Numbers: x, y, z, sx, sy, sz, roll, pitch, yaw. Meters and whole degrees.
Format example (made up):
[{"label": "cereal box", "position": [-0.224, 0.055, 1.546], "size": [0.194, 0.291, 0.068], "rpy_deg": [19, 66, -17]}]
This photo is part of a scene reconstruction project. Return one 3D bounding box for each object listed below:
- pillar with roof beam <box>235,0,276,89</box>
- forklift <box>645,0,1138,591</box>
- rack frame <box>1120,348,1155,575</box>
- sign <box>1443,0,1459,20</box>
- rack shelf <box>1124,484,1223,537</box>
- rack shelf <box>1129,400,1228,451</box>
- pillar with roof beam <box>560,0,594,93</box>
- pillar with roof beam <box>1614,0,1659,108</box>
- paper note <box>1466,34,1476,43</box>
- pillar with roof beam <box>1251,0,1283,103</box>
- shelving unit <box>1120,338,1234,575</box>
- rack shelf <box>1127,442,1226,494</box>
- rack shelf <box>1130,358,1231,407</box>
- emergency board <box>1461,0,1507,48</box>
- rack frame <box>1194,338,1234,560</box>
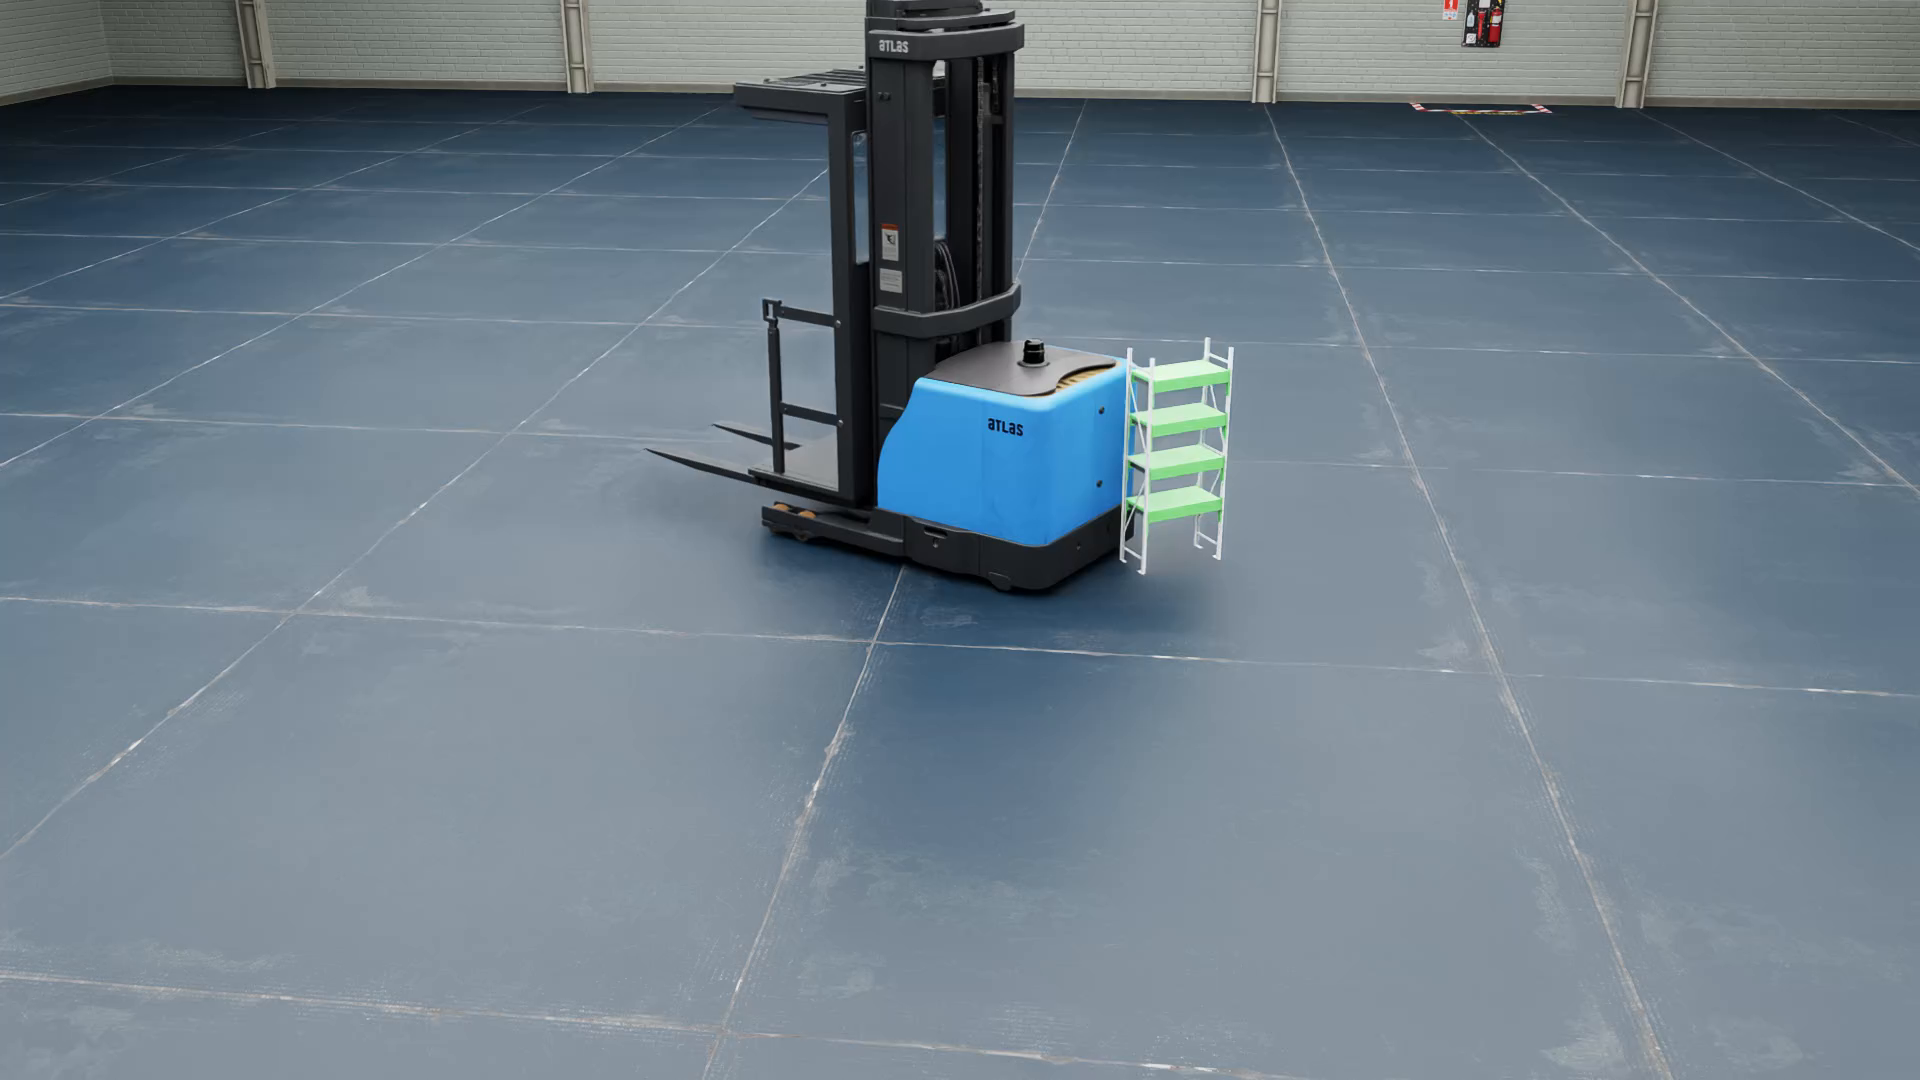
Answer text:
[{"label": "pillar with roof beam", "position": [-13.215, -10.860, 24.670], "size": [0.400, 9.000, 9.100], "rpy_deg": [2, 22, 6]}, {"label": "forklift", "position": [-0.521, -1.503, 9.255], "size": [3.031, 2.935, 1.130], "rpy_deg": [15, 26, 33]}, {"label": "rack frame", "position": [0.939, -0.408, 8.840], "size": [0.015, 1.200, 0.240], "rpy_deg": [-10, 24, -24]}, {"label": "sign", "position": [8.138, -8.803, 27.577], "size": [0.234, 0.329, 0.001], "rpy_deg": [2, 22, 6]}, {"label": "rack shelf", "position": [1.157, -0.165, 9.053], "size": [0.480, 0.148, 0.258], "rpy_deg": [-10, 24, -24]}, {"label": "rack shelf", "position": [1.157, -0.612, 8.877], "size": [0.480, 0.148, 0.258], "rpy_deg": [-10, 24, -24]}, {"label": "pillar with roof beam", "position": [-7.257, -10.601, 24.013], "size": [0.400, 9.000, 9.100], "rpy_deg": [2, 22, 6]}, {"label": "pillar with roof beam", "position": [10.618, -9.822, 22.044], "size": [0.400, 9.000, 9.100], "rpy_deg": [2, 22, 6]}, {"label": "paper note", "position": [8.508, -8.348, 27.673], "size": [0.142, 0.148, 0.016], "rpy_deg": [2, 22, 6]}, {"label": "pillar with roof beam", "position": [4.660, -10.081, 22.700], "size": [0.400, 9.000, 9.100], "rpy_deg": [2, 22, 6]}, {"label": "shelving unit", "position": [1.157, -0.448, 8.941], "size": [0.503, 1.200, 0.258], "rpy_deg": [-10, 24, -24]}, {"label": "rack shelf", "position": [1.157, -0.389, 8.965], "size": [0.480, 0.148, 0.258], "rpy_deg": [-10, 24, -24]}, {"label": "rack shelf", "position": [1.157, -0.835, 8.788], "size": [0.480, 0.148, 0.258], "rpy_deg": [-10, 24, -24]}, {"label": "emergency board", "position": [8.675, -8.724, 27.428], "size": [0.643, 1.169, 0.194], "rpy_deg": [2, 22, 6]}, {"label": "rack frame", "position": [1.376, -0.488, 9.042], "size": [0.015, 1.200, 0.240], "rpy_deg": [-10, 24, -24]}]
